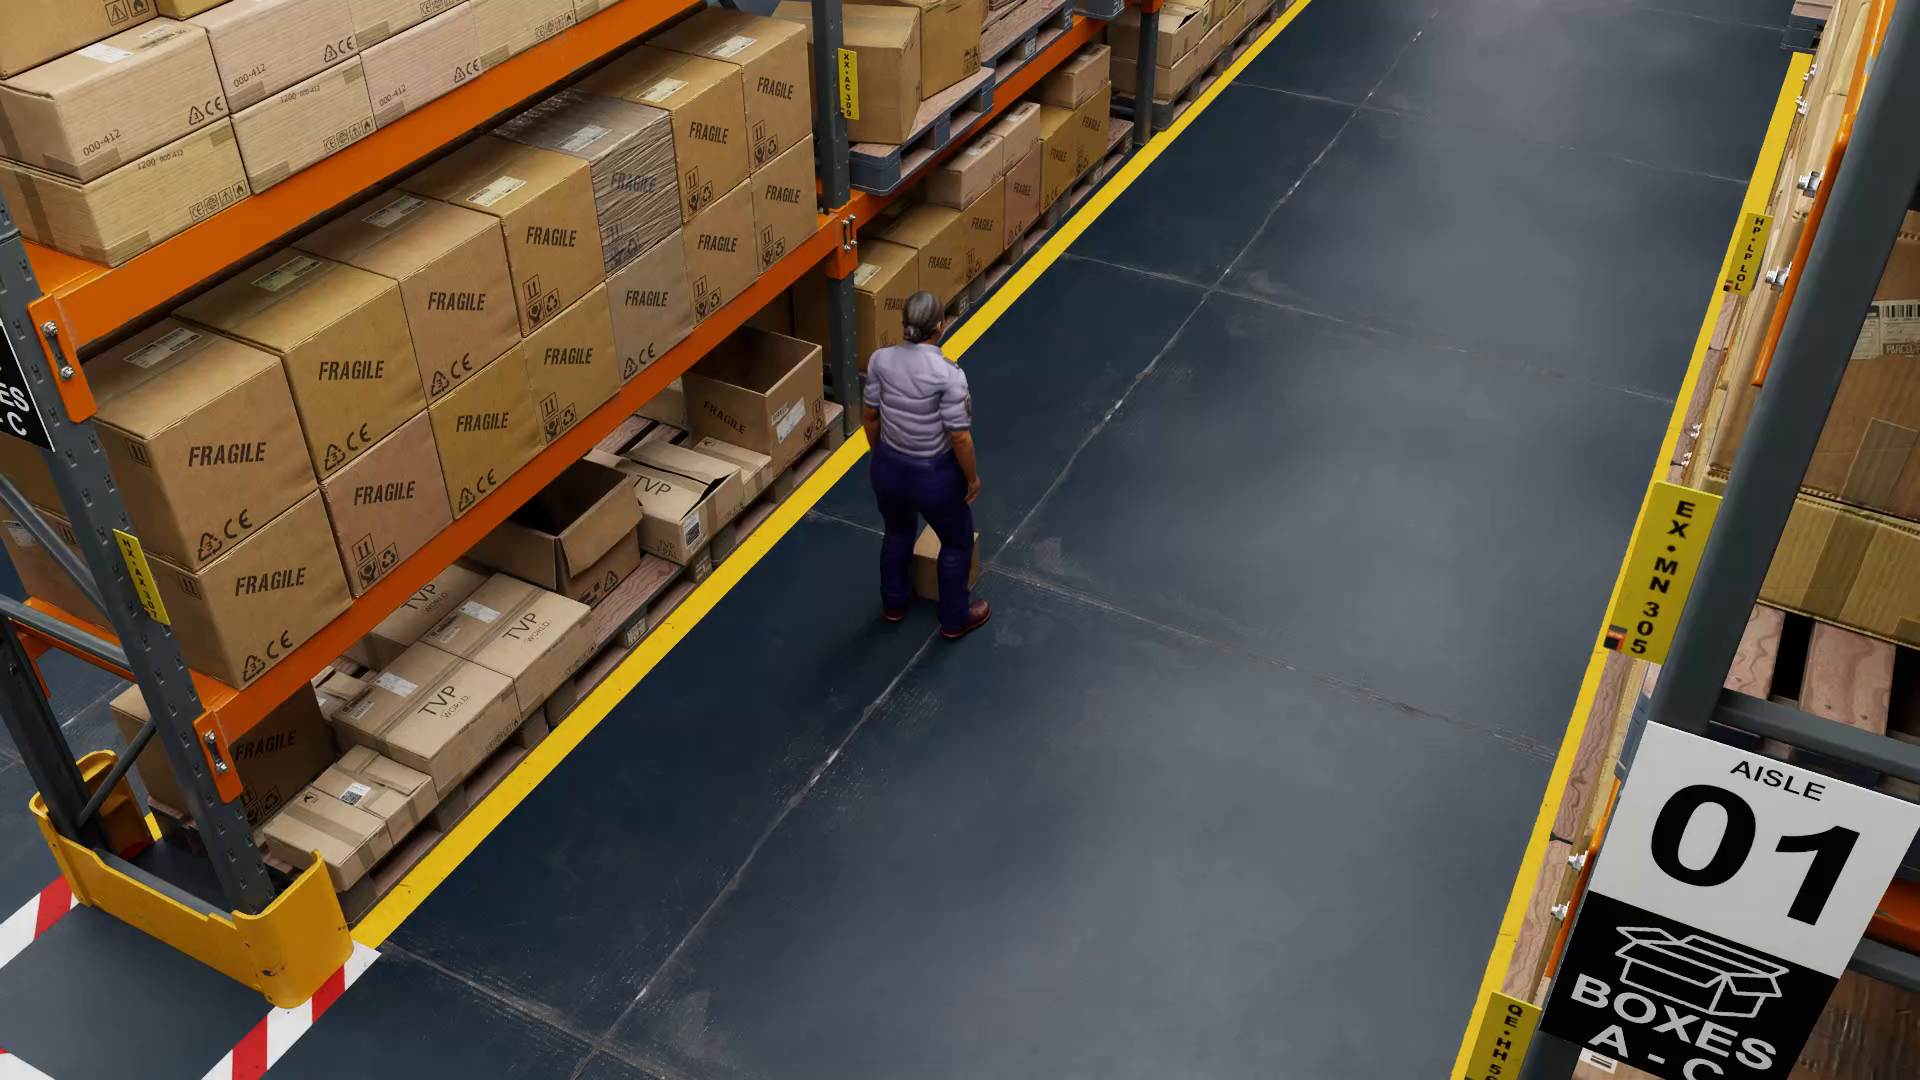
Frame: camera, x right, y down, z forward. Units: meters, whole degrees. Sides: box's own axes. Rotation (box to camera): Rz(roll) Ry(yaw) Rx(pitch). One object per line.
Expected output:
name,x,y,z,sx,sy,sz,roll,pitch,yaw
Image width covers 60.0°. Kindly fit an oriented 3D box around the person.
person,-0.157,-0.293,7.139,0.539,1.637,0.377,18,42,21
